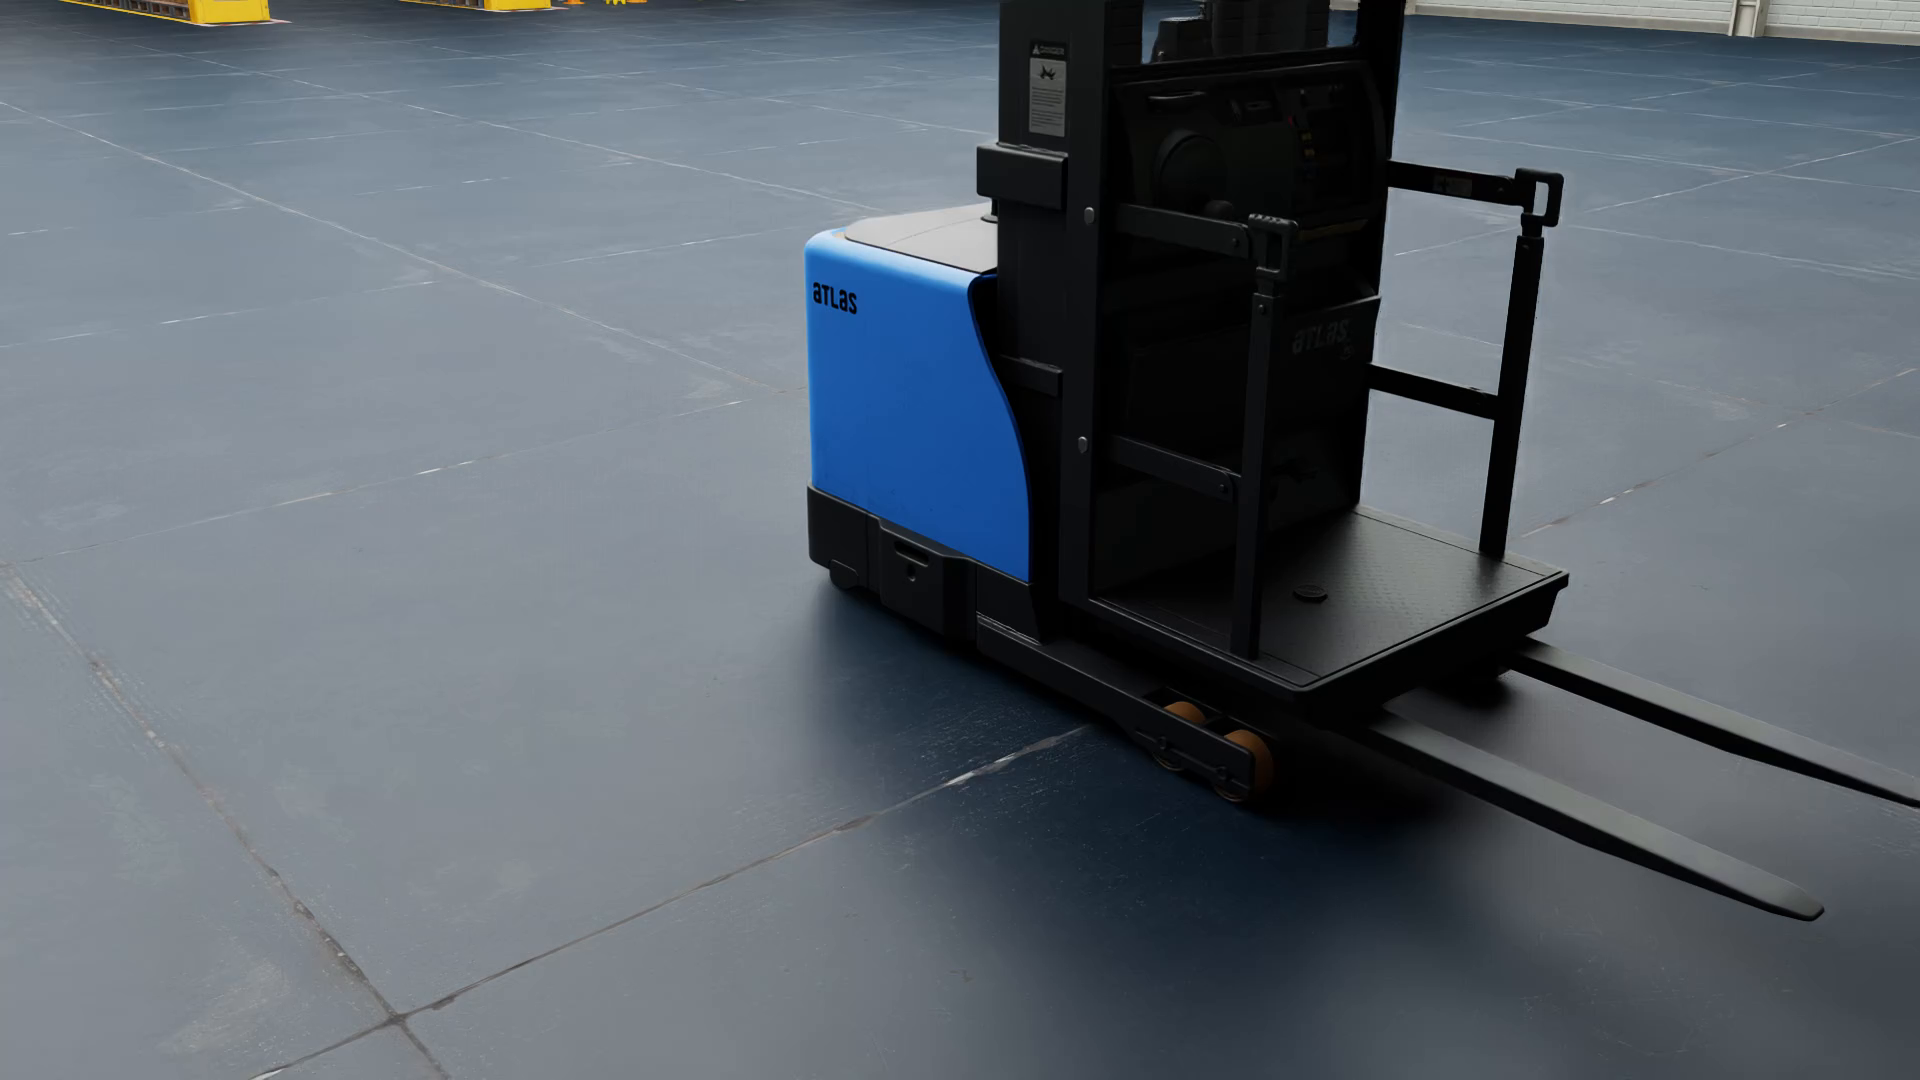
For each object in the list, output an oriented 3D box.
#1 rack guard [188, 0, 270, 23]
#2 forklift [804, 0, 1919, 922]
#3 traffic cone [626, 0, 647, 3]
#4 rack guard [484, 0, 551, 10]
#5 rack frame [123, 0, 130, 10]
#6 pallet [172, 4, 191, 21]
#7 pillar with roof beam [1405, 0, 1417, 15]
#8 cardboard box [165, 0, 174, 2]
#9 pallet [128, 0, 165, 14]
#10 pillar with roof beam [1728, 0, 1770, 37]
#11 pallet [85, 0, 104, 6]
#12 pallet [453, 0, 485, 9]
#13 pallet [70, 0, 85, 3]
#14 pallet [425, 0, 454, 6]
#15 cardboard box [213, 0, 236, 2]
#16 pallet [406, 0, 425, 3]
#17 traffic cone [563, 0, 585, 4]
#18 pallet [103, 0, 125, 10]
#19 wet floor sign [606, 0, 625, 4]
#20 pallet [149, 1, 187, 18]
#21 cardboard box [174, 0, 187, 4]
[{"bbox_3d":[-11.816,-8.643,26.865,1.175,0.500,0.348,-17,27,-37],"label":"rack guard"},{"bbox_3d":[0.861,-0.956,3.905,1.130,2.935,3.031,-17,27,-37],"label":"forklift"},{"bbox_3d":[-6.135,-10.417,31.446,0.336,0.463,0.334,-17,27,-37],"label":"traffic cone"},{"bbox_3d":[-7.927,-9.768,29.737,1.175,0.500,0.348,-17,27,-37],"label":"rack guard"},{"bbox_3d":[-14.377,-10.891,29.177,1.000,3.000,0.127,-17,27,-37],"label":"rack frame"},{"bbox_3d":[-12.319,-8.741,27.512,1.003,0.211,1.213,-17,27,-37],"label":"pallet"},{"bbox_3d":[4.299,-12.187,24.261,9.100,9.000,0.400,-17,27,-37],"label":"pillar with roof beam"},{"bbox_3d":[-13.302,-9.493,28.460,0.500,0.500,0.500,19,29,40],"label":"cardboard box"},{"bbox_3d":[-13.912,-9.415,29.233,1.003,0.211,1.213,-17,27,-37],"label":"pallet"},{"bbox_3d":[8.216,-10.530,20.029,9.100,9.000,0.400,-17,27,-37],"label":"pillar with roof beam"},{"bbox_3d":[-15.687,-10.144,31.095,1.003,0.211,1.213,-17,27,-37],"label":"pallet"},{"bbox_3d":[-8.524,-9.842,30.324,1.003,0.211,1.213,-17,27,-37],"label":"pallet"},{"bbox_3d":[-16.479,-10.481,31.955,1.003,0.211,1.213,-17,27,-37],"label":"pallet"},{"bbox_3d":[-9.316,-10.179,31.184,1.003,0.211,1.213,-17,27,-37],"label":"pallet"},{"bbox_3d":[-12.161,-8.994,27.185,0.500,0.500,0.500,-12,24,-28],"label":"cardboard box"},{"bbox_3d":[-10.116,-10.516,32.045,1.003,0.211,1.213,-17,27,-37],"label":"pallet"},{"bbox_3d":[-7.213,-10.242,30.999,0.336,0.463,0.334,-17,27,-37],"label":"traffic cone"},{"bbox_3d":[-14.886,-9.807,30.234,1.003,0.211,1.213,-17,27,-37],"label":"pallet"},{"bbox_3d":[-6.424,-10.306,30.911,0.232,0.644,0.267,17,27,36],"label":"wet floor sign"},{"bbox_3d":[-13.111,-9.078,28.372,1.003,0.211,1.213,-17,27,-37],"label":"pallet"},{"bbox_3d":[-12.971,-9.328,28.039,0.500,0.500,0.500,-14,26,-33],"label":"cardboard box"}]
